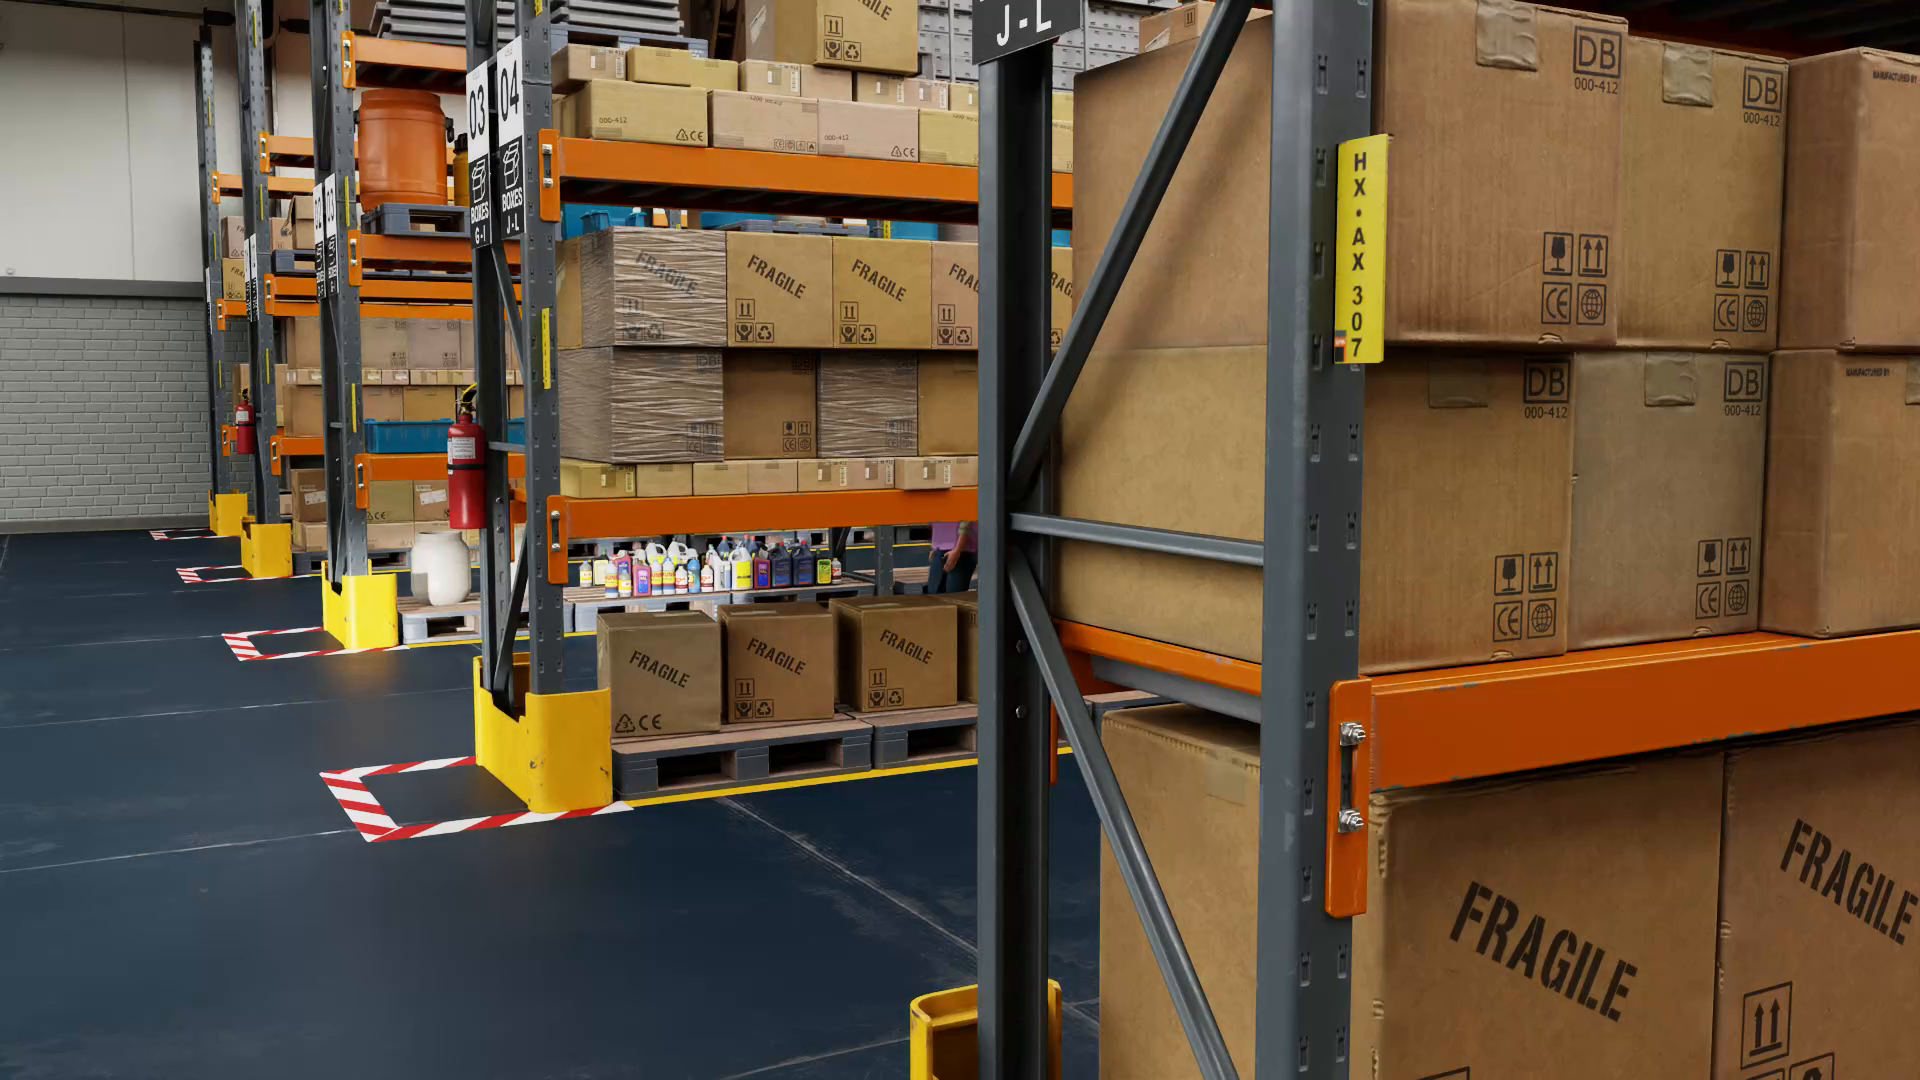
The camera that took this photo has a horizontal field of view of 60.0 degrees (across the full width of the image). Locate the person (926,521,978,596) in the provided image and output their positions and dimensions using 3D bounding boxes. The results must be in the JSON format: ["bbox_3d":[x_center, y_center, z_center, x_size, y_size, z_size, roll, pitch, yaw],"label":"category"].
[{"bbox_3d":[-0.030,0.085,10.011,0.368,1.568,0.423,-3,6,-27],"label":"person"}]
